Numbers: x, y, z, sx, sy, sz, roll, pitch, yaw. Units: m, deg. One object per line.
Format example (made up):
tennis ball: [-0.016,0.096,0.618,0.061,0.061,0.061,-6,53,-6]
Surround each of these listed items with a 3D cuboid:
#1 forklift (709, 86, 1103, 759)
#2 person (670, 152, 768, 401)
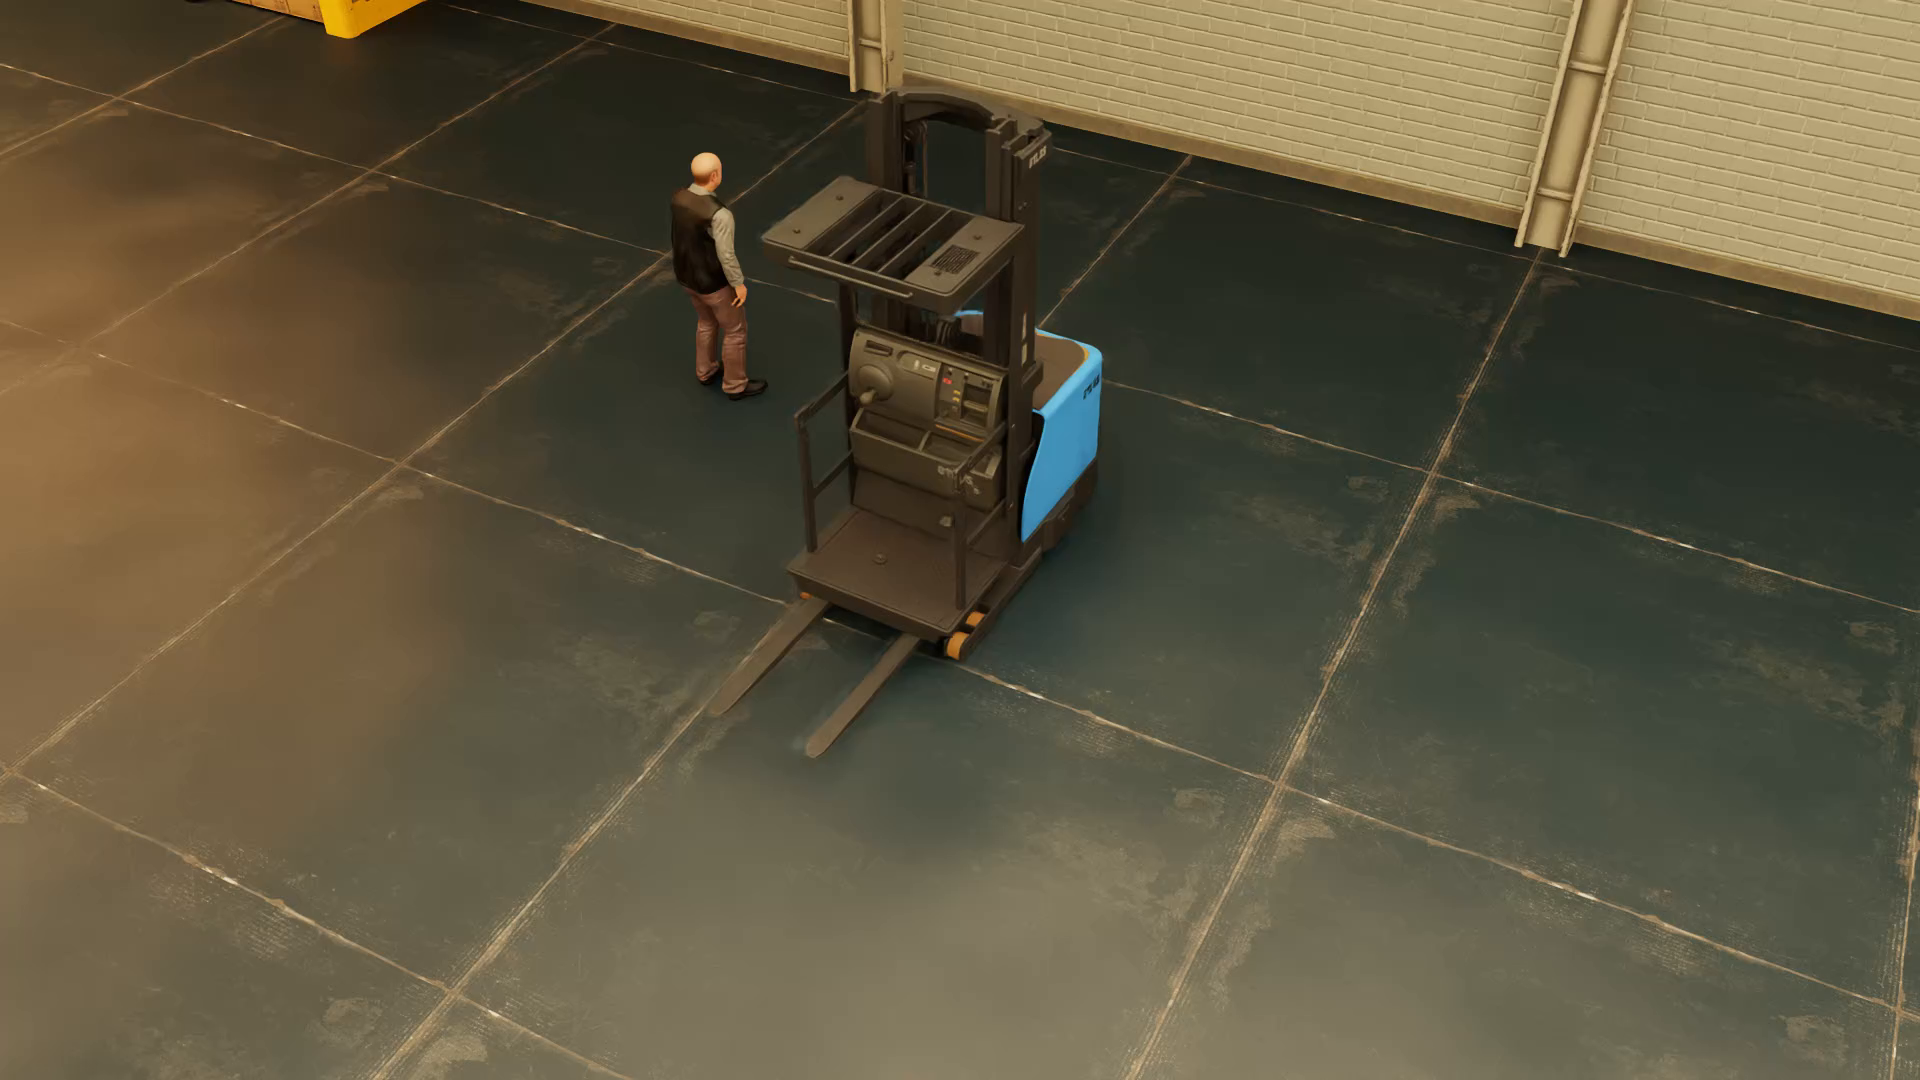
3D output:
forklift: [-0.297,-0.777,8.909,1.130,2.935,3.031,20,44,22]
person: [-1.651,-1.730,10.982,0.582,1.719,0.424,31,49,31]
